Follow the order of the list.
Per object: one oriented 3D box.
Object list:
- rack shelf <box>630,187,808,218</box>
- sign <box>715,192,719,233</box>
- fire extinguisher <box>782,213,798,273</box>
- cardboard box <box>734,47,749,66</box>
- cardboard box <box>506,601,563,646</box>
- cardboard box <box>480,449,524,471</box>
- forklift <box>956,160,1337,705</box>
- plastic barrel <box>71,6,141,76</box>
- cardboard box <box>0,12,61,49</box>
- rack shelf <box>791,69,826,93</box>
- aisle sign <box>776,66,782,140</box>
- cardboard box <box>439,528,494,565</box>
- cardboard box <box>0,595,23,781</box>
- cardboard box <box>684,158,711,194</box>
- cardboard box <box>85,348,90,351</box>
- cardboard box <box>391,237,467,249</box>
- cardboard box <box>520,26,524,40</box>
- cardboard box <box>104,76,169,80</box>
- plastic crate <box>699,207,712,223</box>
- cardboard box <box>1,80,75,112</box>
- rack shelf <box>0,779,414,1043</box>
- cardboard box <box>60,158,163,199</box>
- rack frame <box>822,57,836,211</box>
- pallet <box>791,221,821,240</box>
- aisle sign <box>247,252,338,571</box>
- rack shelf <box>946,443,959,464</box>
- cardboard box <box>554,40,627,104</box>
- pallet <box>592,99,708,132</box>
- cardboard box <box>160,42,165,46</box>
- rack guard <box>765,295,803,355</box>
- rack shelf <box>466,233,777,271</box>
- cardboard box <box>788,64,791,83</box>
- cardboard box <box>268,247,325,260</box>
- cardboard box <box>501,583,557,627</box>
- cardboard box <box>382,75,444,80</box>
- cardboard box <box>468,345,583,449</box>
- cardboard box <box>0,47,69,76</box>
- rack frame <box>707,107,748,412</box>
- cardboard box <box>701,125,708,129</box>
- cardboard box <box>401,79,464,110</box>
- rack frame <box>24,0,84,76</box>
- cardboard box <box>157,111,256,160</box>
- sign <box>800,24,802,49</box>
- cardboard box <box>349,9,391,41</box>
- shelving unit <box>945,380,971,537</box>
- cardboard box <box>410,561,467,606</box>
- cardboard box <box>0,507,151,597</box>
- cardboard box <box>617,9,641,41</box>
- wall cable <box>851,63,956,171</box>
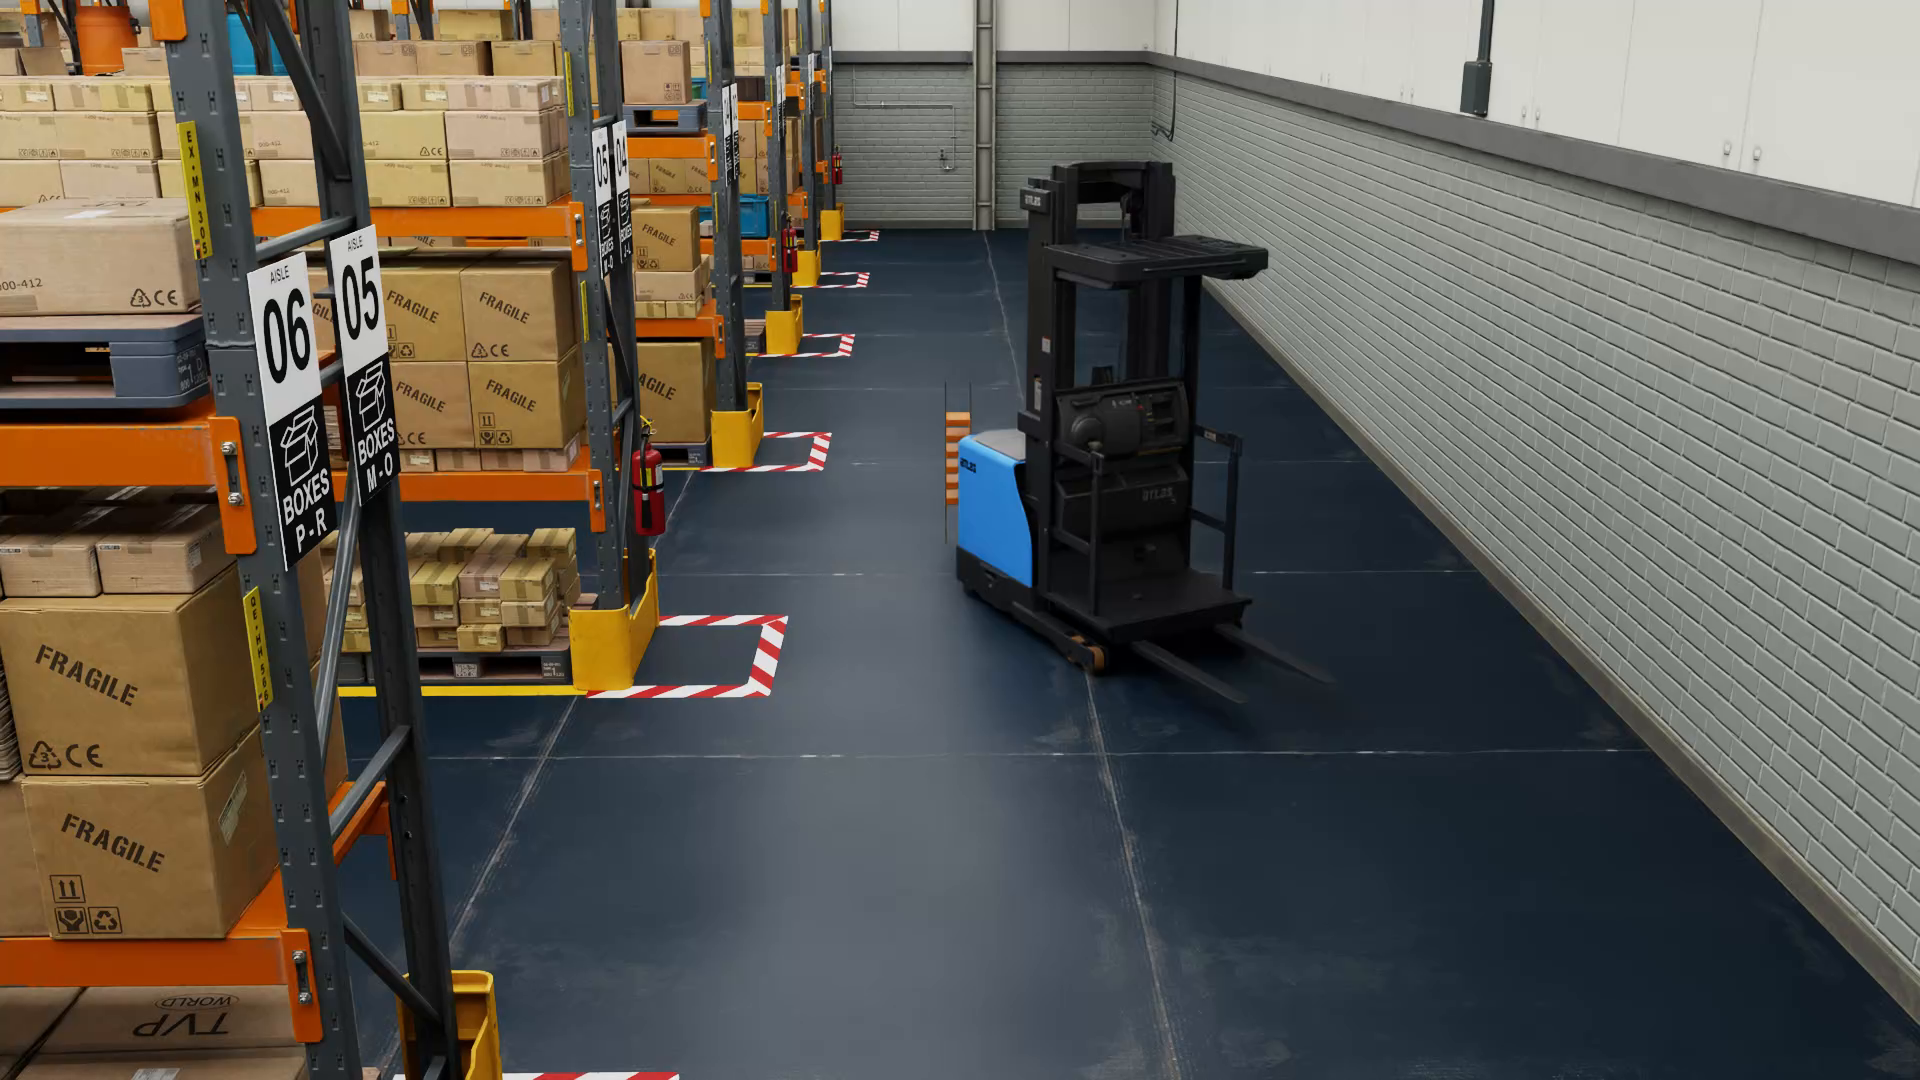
[{"bbox_3d":[-4.176,-4.909,24.119,4.000,0.370,1.077,0,18,-1],"label":"rack shelf"},{"bbox_3d":[-2.029,-2.734,13.877,0.005,0.325,0.100,0,18,-1],"label":"sign"},{"bbox_3d":[-1.944,-3.396,18.961,0.183,0.674,0.296,0,18,-1],"label":"fire extinguisher"},{"bbox_3d":[-3.186,-6.774,23.269,0.500,0.250,0.500,0,18,-1],"label":"cardboard box"},{"bbox_3d":[-2.570,0.503,10.048,0.250,0.149,0.380,0,18,0],"label":"cardboard box"},{"bbox_3d":[-2.617,-0.523,9.680,0.250,0.149,0.380,0,18,-1],"label":"cardboard box"},{"bbox_3d":[1.112,-0.747,10.078,1.130,2.935,3.031,-9,20,-27],"label":"forklift"},{"bbox_3d":[-9.533,-5.545,18.620,0.708,0.830,0.600,0,18,-1],"label":"plastic barrel"},{"bbox_3d":[-12.989,-7.118,23.247,0.500,0.500,0.500,1,18,4],"label":"cardboard box"},{"bbox_3d":[-4.258,-7.851,28.377,4.000,0.370,1.077,0,18,-1],"label":"rack shelf"},{"bbox_3d":[-2.025,-4.897,18.648,0.004,0.787,0.394,0,18,-1],"label":"aisle sign"},{"bbox_3d":[-3.103,0.053,10.479,0.250,0.149,0.380,0,18,-1],"label":"cardboard box"},{"bbox_3d":[-2.868,0.354,4.734,0.500,0.500,0.500,0,18,-1],"label":"cardboard box"},{"bbox_3d":[-3.638,-5.220,23.744,0.500,0.500,0.500,0,18,0],"label":"cardboard box"},{"bbox_3d":[-5.073,-1.302,9.407,0.500,0.500,0.500,-1,18,-3],"label":"cardboard box"},{"bbox_3d":[-4.528,-2.572,14.186,0.500,0.500,0.500,-1,18,-3],"label":"cardboard box"},{"bbox_3d":[-7.140,-8.470,28.246,0.500,0.500,0.700,-1,18,-4],"label":"cardboard box"},{"bbox_3d":[-4.695,-2.579,9.539,0.250,0.149,0.380,-1,18,-3],"label":"cardboard box"},{"bbox_3d":[-3.012,-3.794,19.639,0.300,0.233,0.416,0,18,-1],"label":"plastic crate"},{"bbox_3d":[-4.968,-2.411,9.015,0.250,0.149,0.380,-1,18,-2],"label":"cardboard box"},{"bbox_3d":[-3.867,1.143,5.252,4.000,0.370,1.077,0,18,-1],"label":"rack shelf"},{"bbox_3d":[-4.557,-1.982,9.149,0.500,0.250,0.500,0,18,2],"label":"cardboard box"},{"bbox_3d":[-2.258,-6.775,28.755,0.127,3.000,1.000,0,18,-1],"label":"rack frame"},{"bbox_3d":[-3.057,-5.419,29.095,1.213,0.211,1.003,0,18,-1],"label":"pallet"},{"bbox_3d":[-1.791,-0.353,4.481,0.004,0.787,0.394,0,18,-1],"label":"aisle sign"},{"bbox_3d":[-0.014,-0.643,12.341,0.180,0.103,0.258,0,18,-1],"label":"rack shelf"},{"bbox_3d":[-3.107,-3.975,14.102,0.500,0.500,0.700,-1,18,-3],"label":"cardboard box"},{"bbox_3d":[-2.765,-3.615,14.141,1.213,0.211,1.003,0,18,-1],"label":"pallet"},{"bbox_3d":[-13.093,-8.284,28.007,0.500,0.311,0.500,0,18,1],"label":"cardboard box"},{"bbox_3d":[-2.078,-2.563,19.717,0.348,0.500,1.175,0,18,-1],"label":"rack guard"},{"bbox_3d":[-4.102,-3.397,19.403,4.000,0.370,1.077,0,18,-1],"label":"rack shelf"},{"bbox_3d":[-2.694,-6.694,23.838,0.500,0.250,0.500,0,18,-1],"label":"cardboard box"},{"bbox_3d":[-4.034,-1.461,9.905,0.500,0.500,0.500,-1,18,-3],"label":"cardboard box"},{"bbox_3d":[-2.570,0.385,9.930,0.250,0.149,0.380,-1,18,-2],"label":"cardboard box"},{"bbox_3d":[-3.145,-2.598,9.598,0.250,0.149,0.380,0,18,0],"label":"cardboard box"},{"bbox_3d":[-2.492,-0.829,9.571,0.500,0.500,0.500,0,18,0],"label":"cardboard box"},{"bbox_3d":[-7.981,-3.891,14.000,0.637,0.503,0.797,-1,18,-2],"label":"cardboard box"},{"bbox_3d":[-2.024,-2.236,14.607,0.127,3.000,1.000,0,18,-1],"label":"rack frame"},{"bbox_3d":[-3.641,-5.693,23.582,0.500,0.500,0.500,0,18,1],"label":"cardboard box"},{"bbox_3d":[-2.879,-2.441,9.111,0.250,0.149,0.380,-1,18,-3],"label":"cardboard box"},{"bbox_3d":[-10.101,-6.567,18.286,0.127,3.000,1.000,0,18,-1],"label":"rack frame"},{"bbox_3d":[-4.031,-2.232,9.112,0.500,0.250,0.500,-1,18,-3],"label":"cardboard box"},{"bbox_3d":[-2.188,-6.942,22.917,0.005,0.325,0.100,0,18,-1],"label":"sign"},{"bbox_3d":[-5.083,-4.300,13.888,0.500,0.250,0.500,-1,18,-4],"label":"cardboard box"},{"bbox_3d":[-0.014,-0.571,12.364,0.189,1.200,0.258,0,18,-1],"label":"shelving unit"},{"bbox_3d":[-3.081,0.257,9.841,0.250,0.149,0.380,-1,18,-2],"label":"cardboard box"},{"bbox_3d":[-2.477,0.030,4.682,0.250,0.149,0.380,0,18,0],"label":"cardboard box"},{"bbox_3d":[-4.688,-7.172,23.282,0.500,0.500,0.700,0,18,-1],"label":"cardboard box"},{"bbox_3d":[-0.993,-7.553,29.520,1.851,1.984,0.084,0,18,-1],"label":"wall cable"}]
